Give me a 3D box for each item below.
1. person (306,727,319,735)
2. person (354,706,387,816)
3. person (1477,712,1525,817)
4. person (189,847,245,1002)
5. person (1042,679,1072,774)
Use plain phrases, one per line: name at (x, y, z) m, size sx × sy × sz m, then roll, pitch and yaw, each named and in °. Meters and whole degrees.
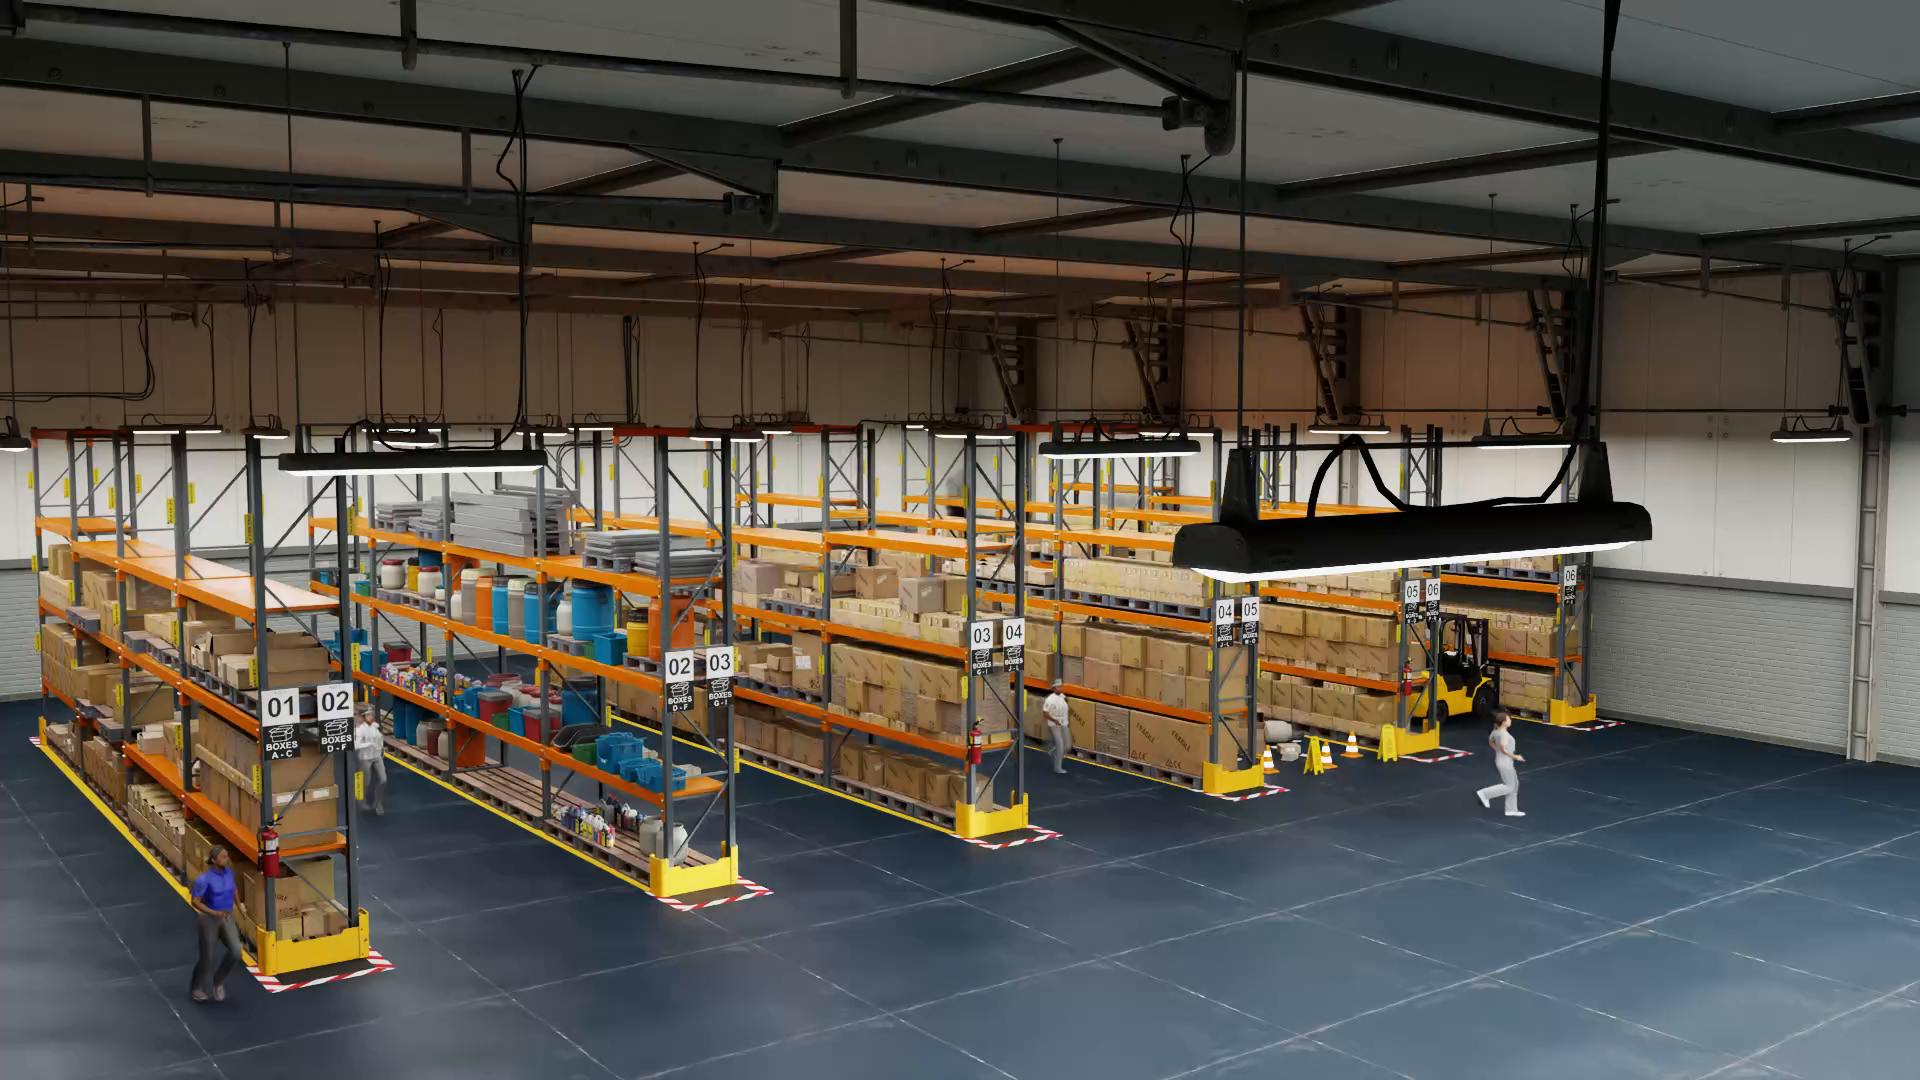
person at (-10.973, 3.295, 28.026) m, size 0.783 × 1.709 × 0.572 m, roll 4°, pitch 6°, yaw 38°
person at (-9.194, 3.451, 25.977) m, size 0.592 × 1.736 × 0.683 m, roll -4°, pitch 6°, yaw -44°
person at (8.415, 3.485, 25.859) m, size 0.764 × 1.637 × 0.564 m, roll 0°, pitch 4°, yaw 2°
person at (-7.950, 4.120, 17.881) m, size 0.592 × 1.641 × 0.648 m, roll 3°, pitch 5°, yaw 30°
person at (1.698, 3.229, 29.002) m, size 0.573 × 1.650 × 0.571 m, roll -3°, pitch 6°, yaw -38°
